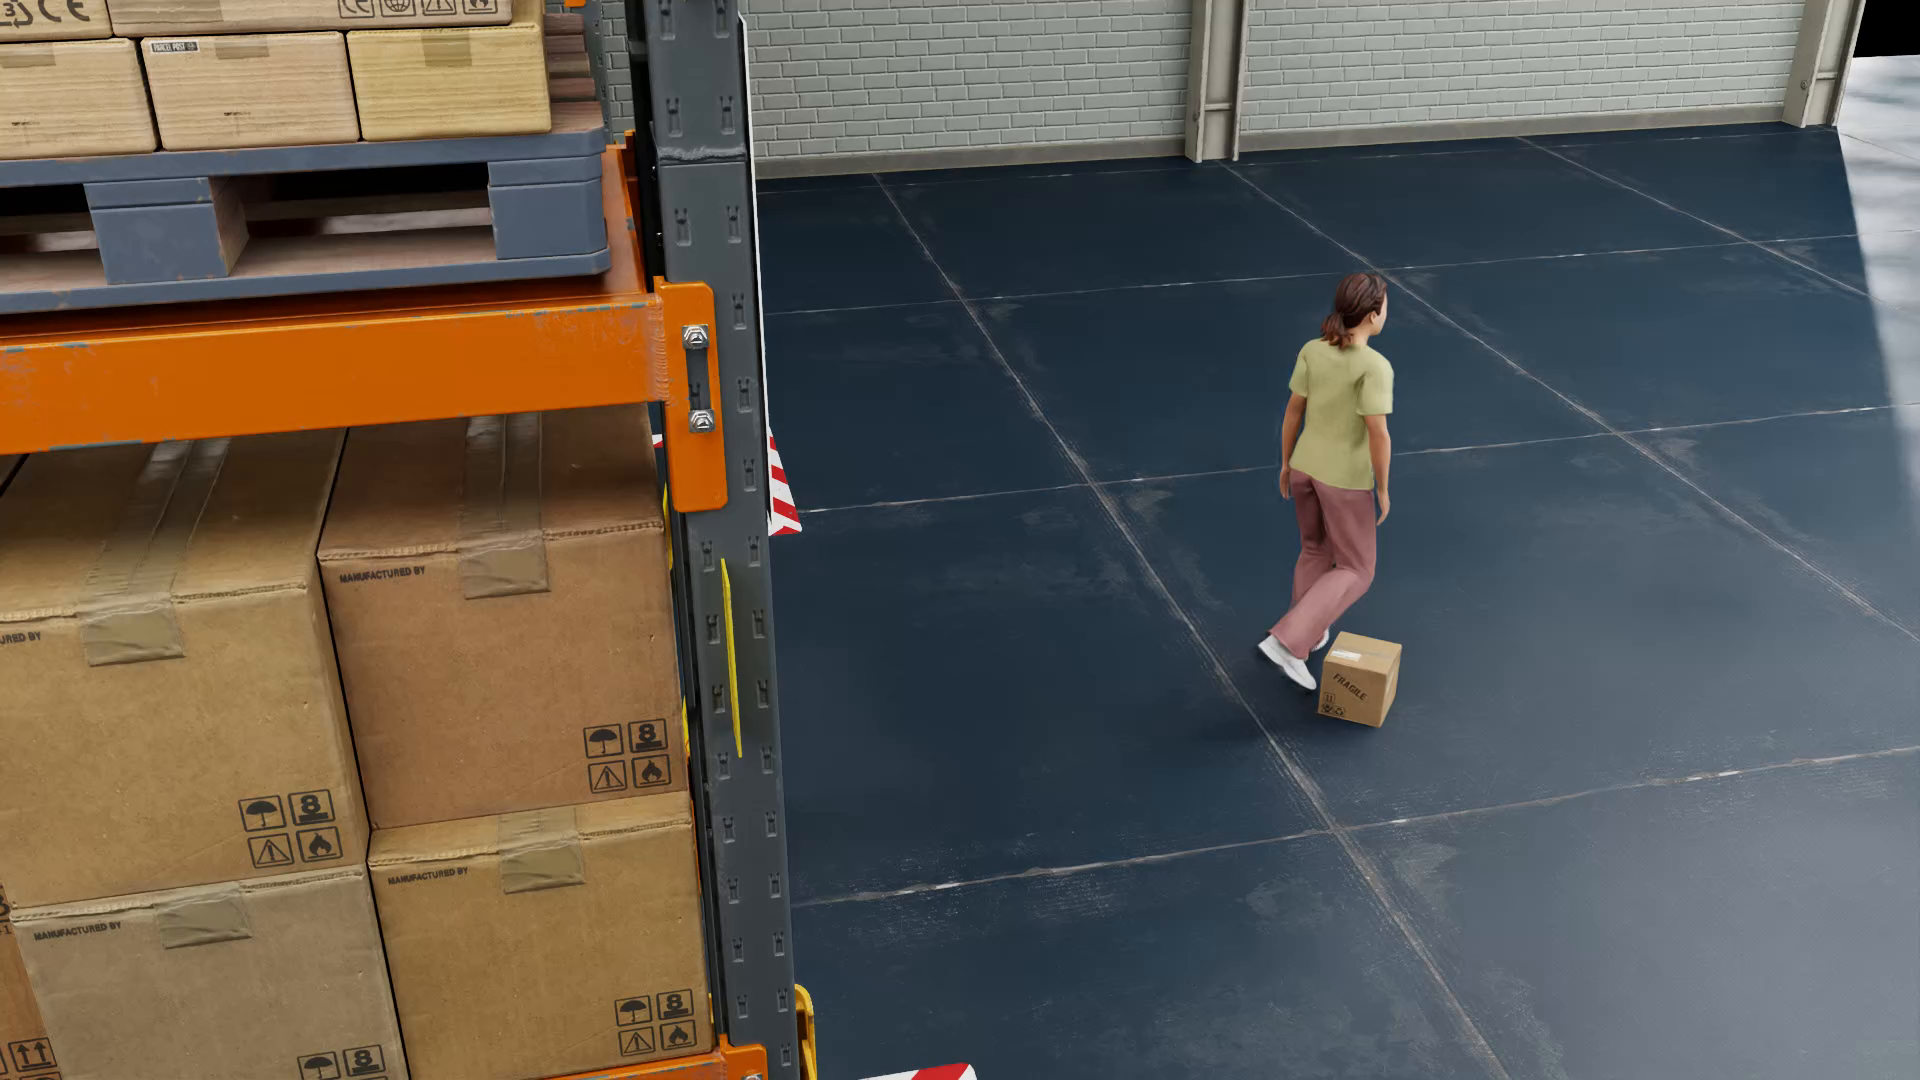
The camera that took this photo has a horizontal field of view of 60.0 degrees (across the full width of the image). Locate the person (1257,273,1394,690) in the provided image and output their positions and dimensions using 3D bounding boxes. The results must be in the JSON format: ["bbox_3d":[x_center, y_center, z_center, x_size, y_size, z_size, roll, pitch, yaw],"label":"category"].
[{"bbox_3d":[1.381,-0.193,6.483,0.644,1.654,0.502,-19,32,-33],"label":"person"}]
